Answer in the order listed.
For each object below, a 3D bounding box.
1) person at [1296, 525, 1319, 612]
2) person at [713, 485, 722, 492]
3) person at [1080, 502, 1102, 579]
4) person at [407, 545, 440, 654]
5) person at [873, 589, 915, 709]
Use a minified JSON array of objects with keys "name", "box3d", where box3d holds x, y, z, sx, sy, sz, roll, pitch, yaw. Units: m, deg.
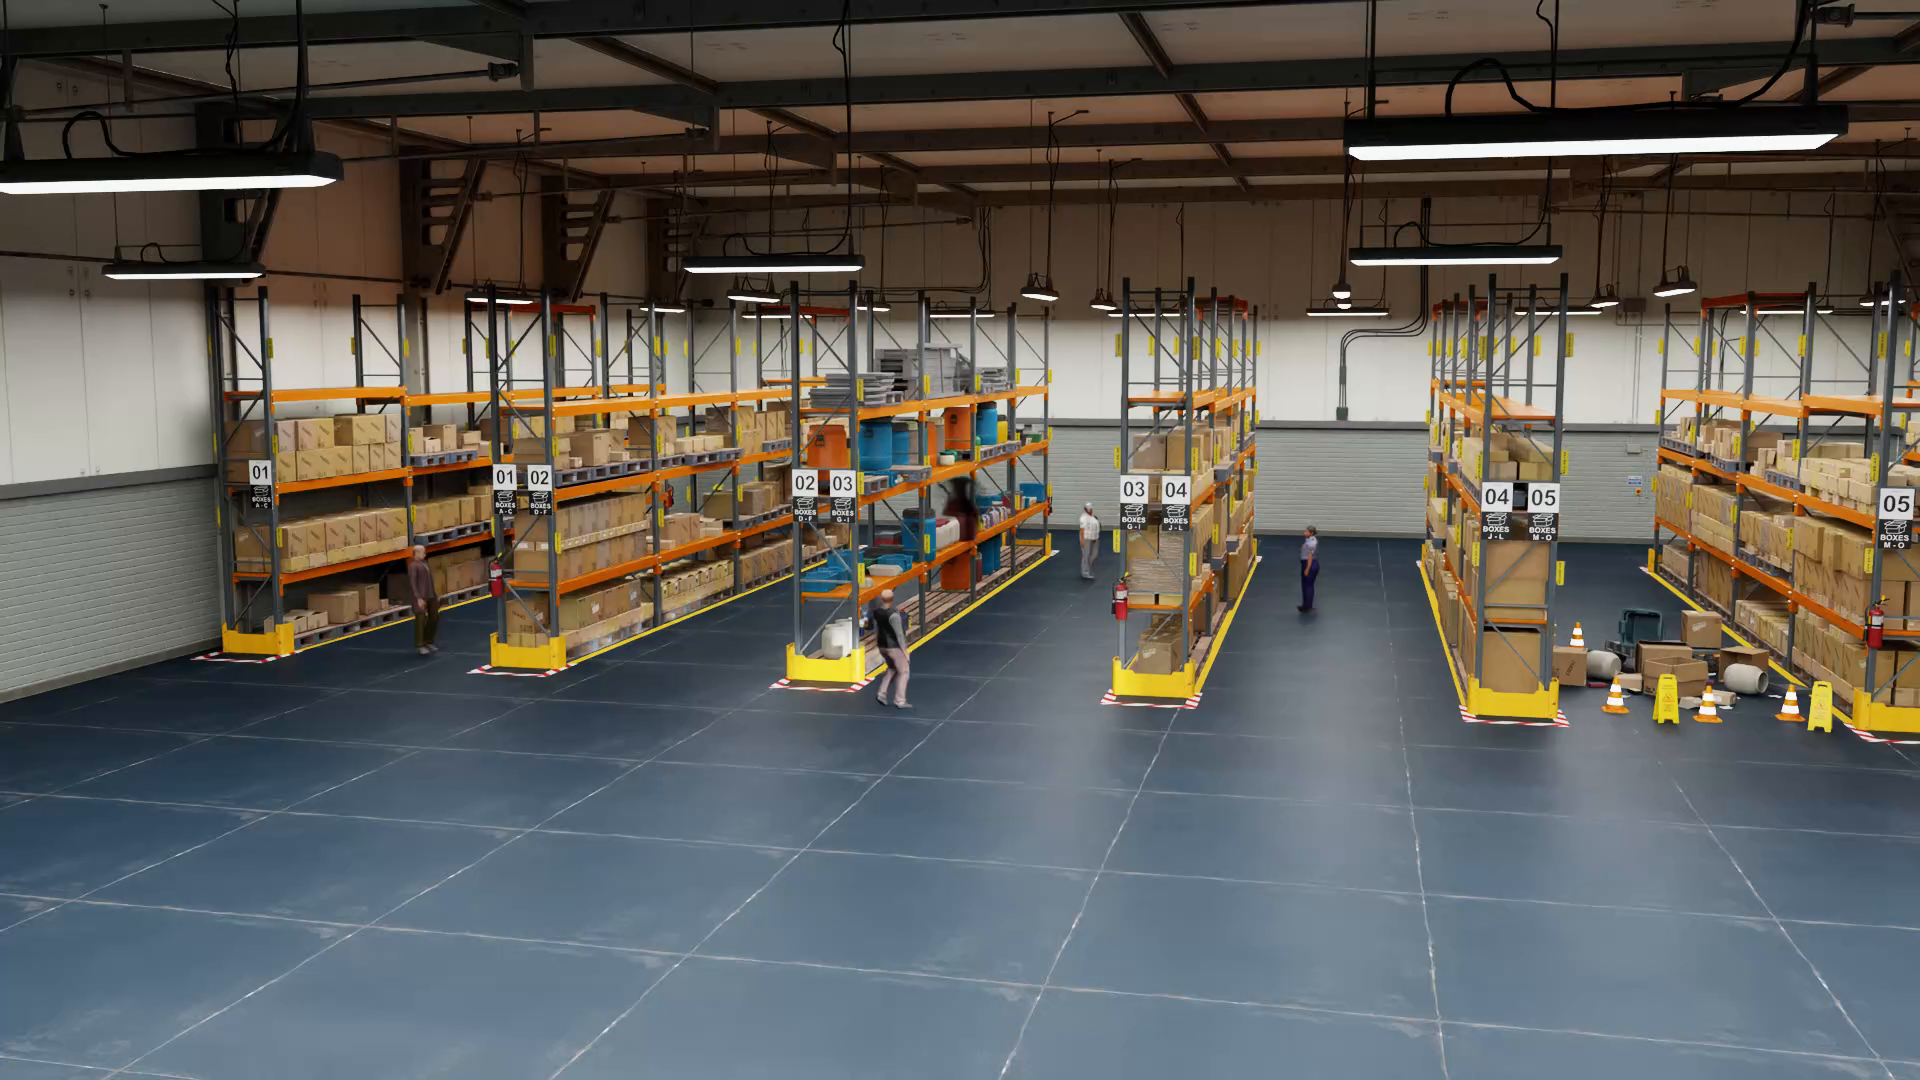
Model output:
[{"name":"person","box3d":[6.617,0.539,31.778,0.457,1.660,0.502,3,7,27]},{"name":"person","box3d":[-5.908,-0.475,40.226,0.543,1.731,0.958,1,7,9]},{"name":"person","box3d":[2.825,0.001,36.458,0.542,1.676,0.440,-6,9,-43]},{"name":"person","box3d":[-8.852,0.983,27.452,0.487,1.822,0.673,3,7,22]},{"name":"person","box3d":[-0.925,1.523,23.220,0.535,1.720,0.585,-5,8,-37]}]
